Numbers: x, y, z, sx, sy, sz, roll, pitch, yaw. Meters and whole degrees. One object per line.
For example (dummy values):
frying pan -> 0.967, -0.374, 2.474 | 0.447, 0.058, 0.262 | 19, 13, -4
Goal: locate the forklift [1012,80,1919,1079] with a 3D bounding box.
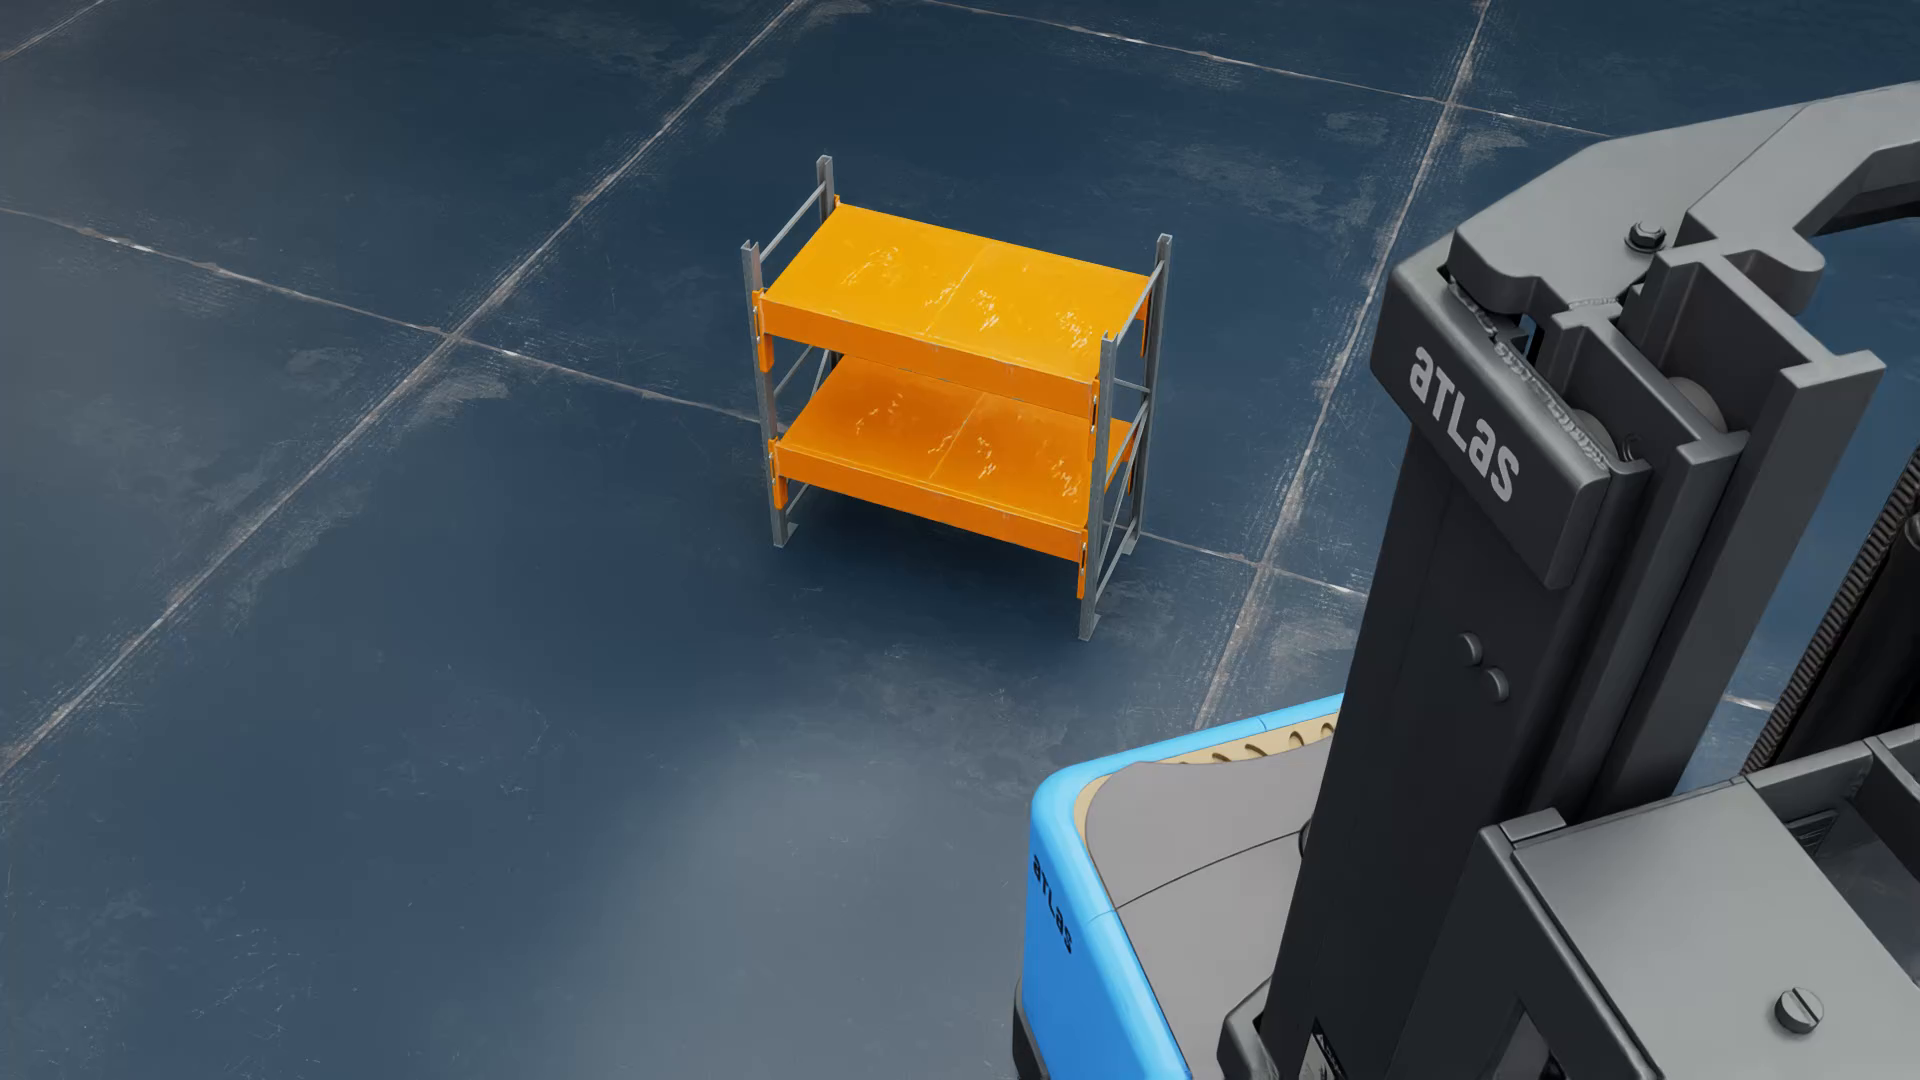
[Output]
forklift -> 1.067, 1.068, 2.099 | 1.130, 2.935, 3.031 | -13, 46, -13

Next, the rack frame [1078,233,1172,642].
rack frame -> 0.463, -0.263, 4.716 | 0.032, 1.125, 0.500 | 16, 47, 16

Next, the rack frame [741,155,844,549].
rack frame -> -0.475, -0.539, 4.994 | 0.032, 1.125, 0.500 | 16, 47, 16

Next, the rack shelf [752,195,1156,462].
rack shelf -> -0.006, -0.608, 4.649 | 1.000, 0.278, 0.538 | 16, 47, 16

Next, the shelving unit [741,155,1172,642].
shelving unit -> -0.006, -0.401, 4.855 | 1.048, 1.125, 0.538 | 16, 47, 16

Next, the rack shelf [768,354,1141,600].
rack shelf -> -0.006, -0.227, 5.028 | 1.000, 0.278, 0.538 | 16, 47, 16
